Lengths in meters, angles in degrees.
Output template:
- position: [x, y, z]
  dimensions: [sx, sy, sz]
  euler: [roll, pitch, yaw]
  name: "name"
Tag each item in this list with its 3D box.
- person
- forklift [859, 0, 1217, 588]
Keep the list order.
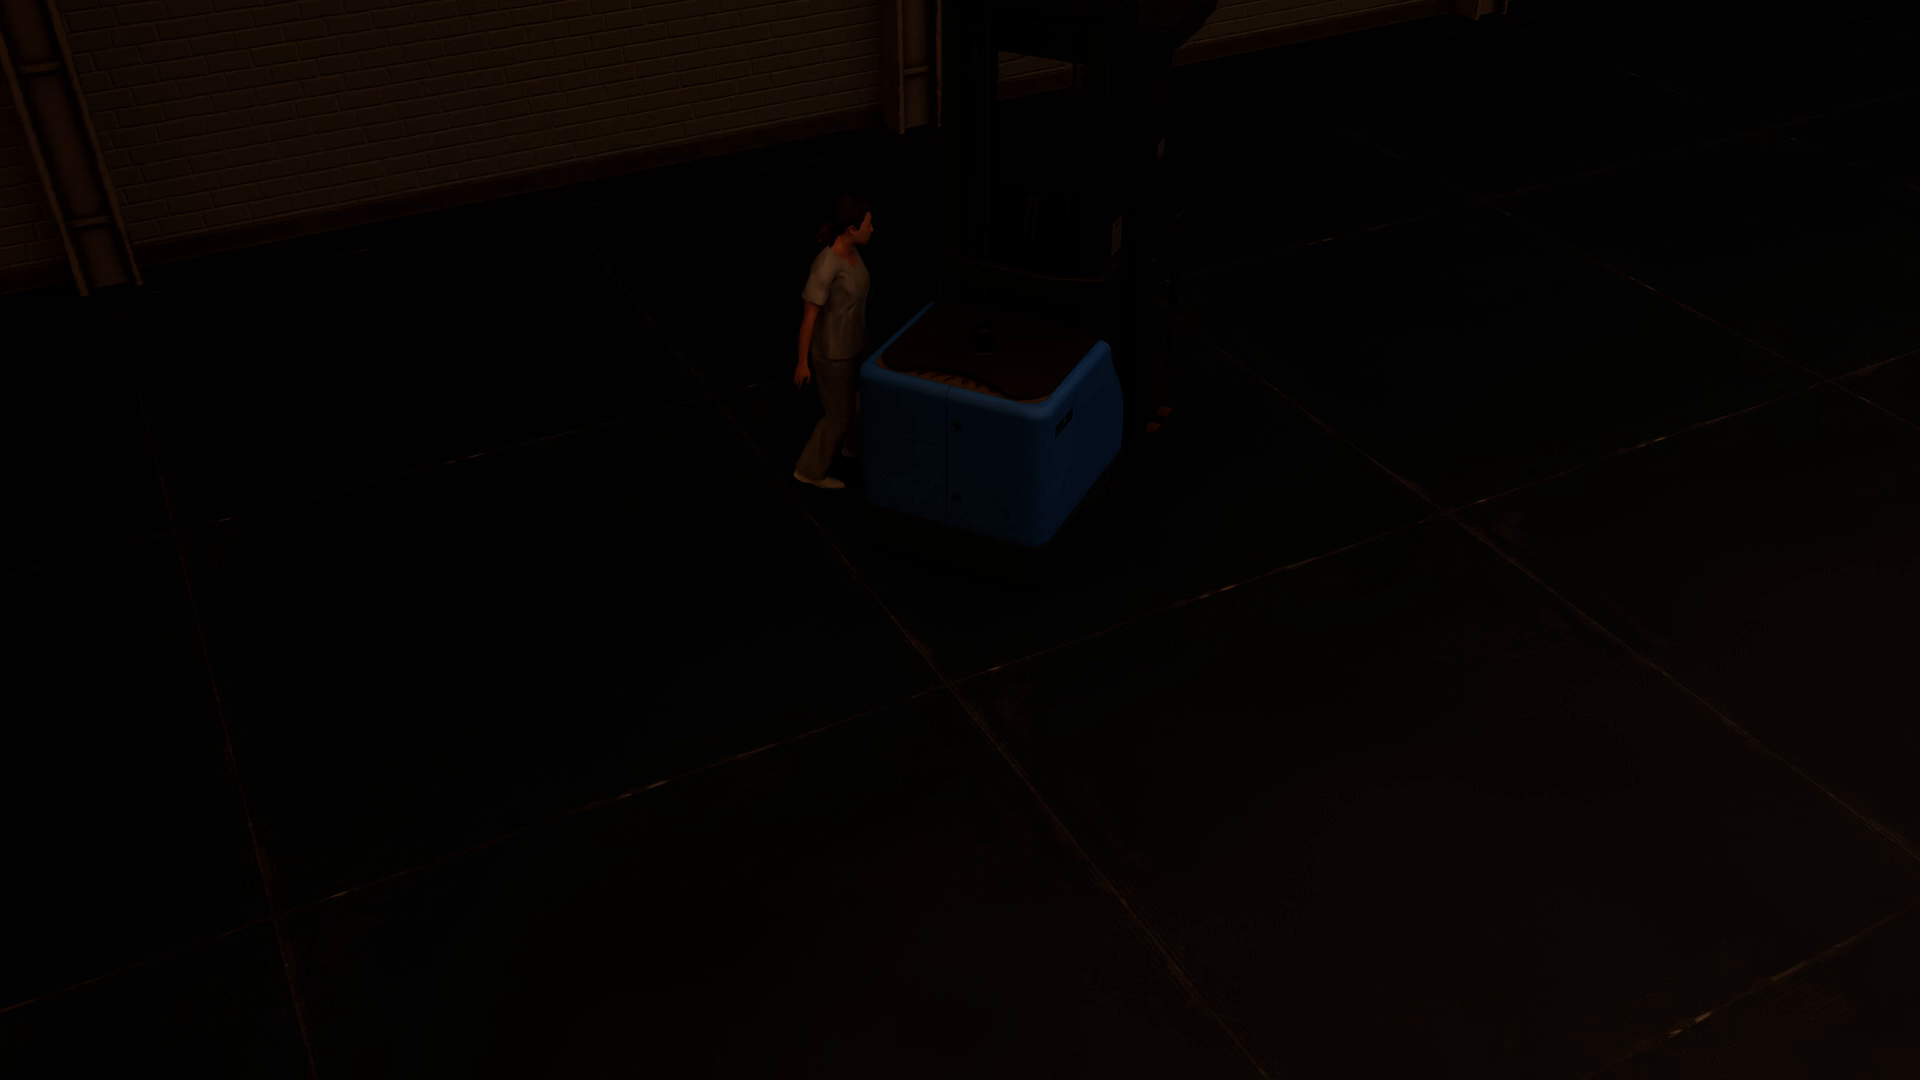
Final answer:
- position: [-0.657, -1.028, 8.738]
  dimensions: [0.424, 1.642, 0.799]
  euler: [13, 37, 18]
  name: "person"
- position: [0.597, -1.797, 8.665]
  dimensions: [1.130, 2.935, 3.031]
  euler: [16, 38, 21]
  name: "forklift"
